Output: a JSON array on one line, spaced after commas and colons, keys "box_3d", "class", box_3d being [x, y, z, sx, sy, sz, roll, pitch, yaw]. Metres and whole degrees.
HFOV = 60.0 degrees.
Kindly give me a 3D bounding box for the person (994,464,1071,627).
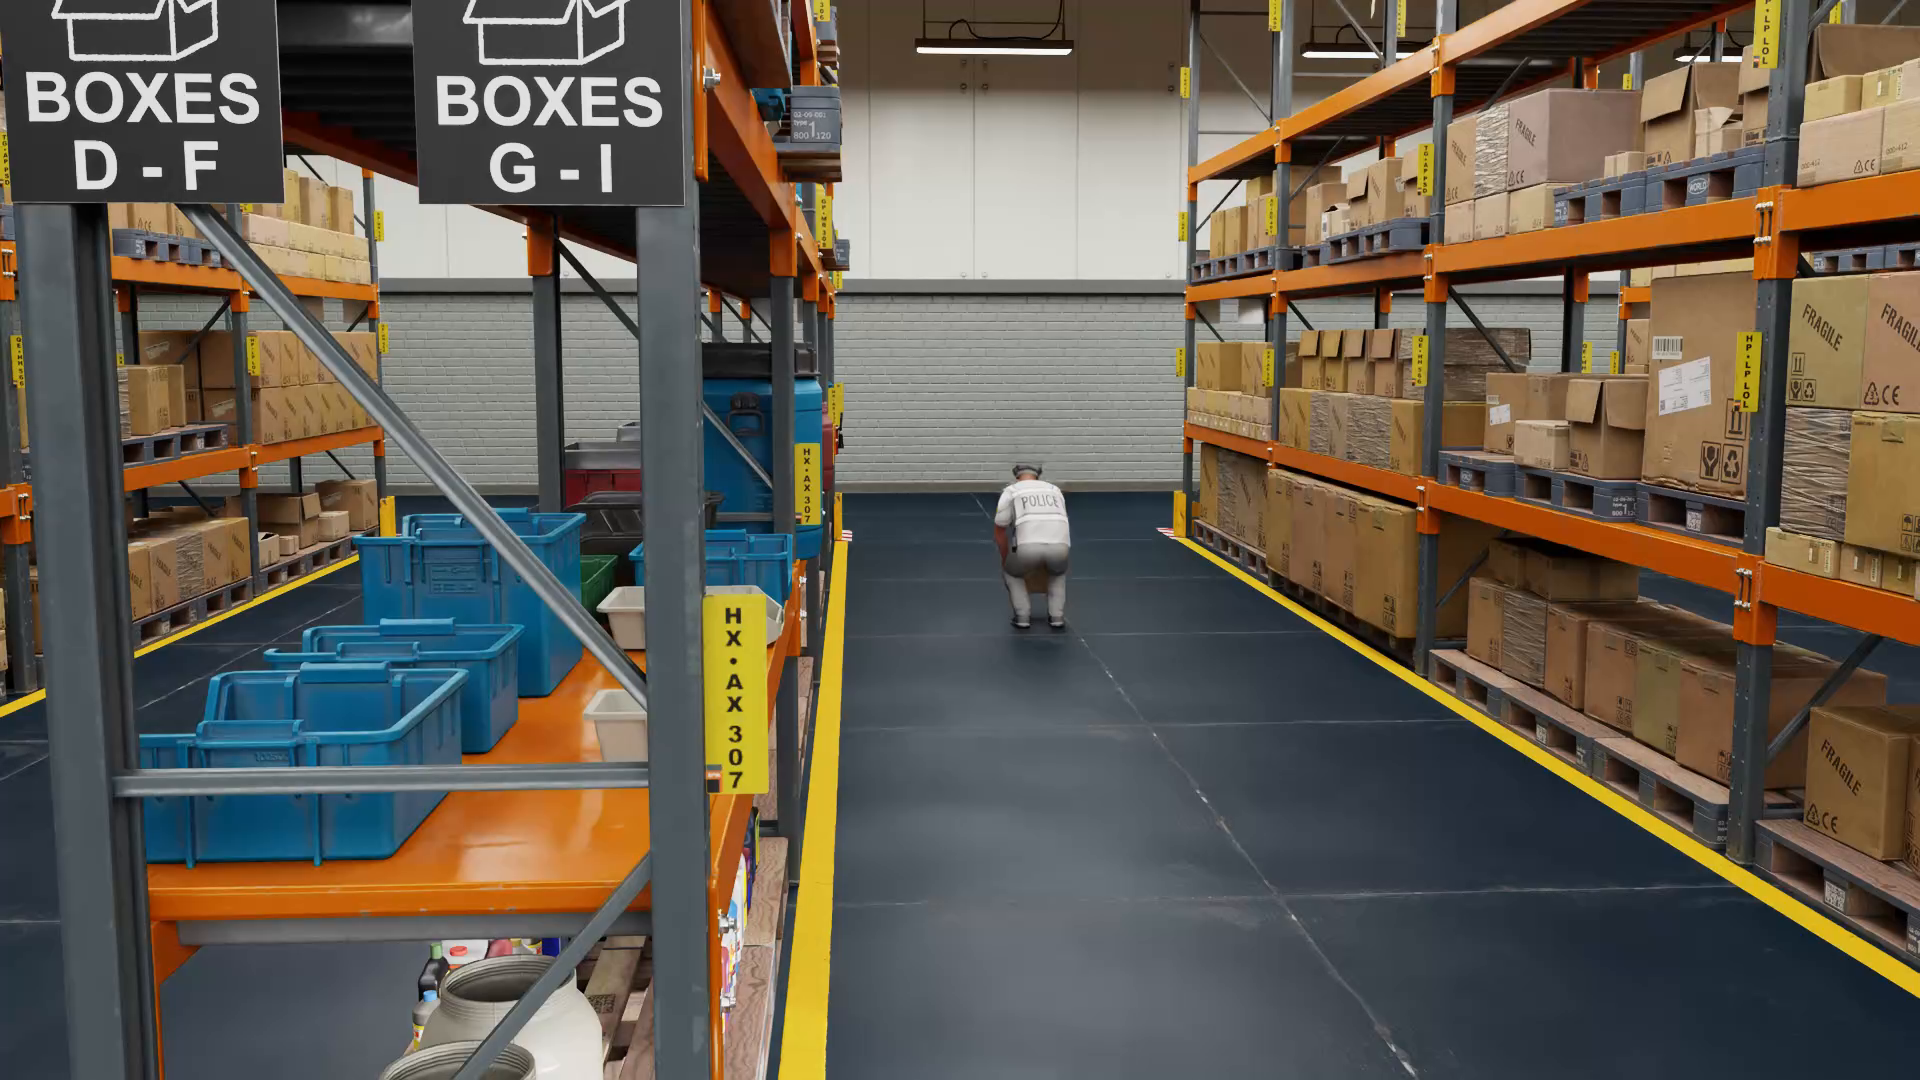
[{"box_3d": [0.570, 0.043, 13.029, 0.581, 1.241, 0.882, 0, 7, -4], "class": "person"}]
